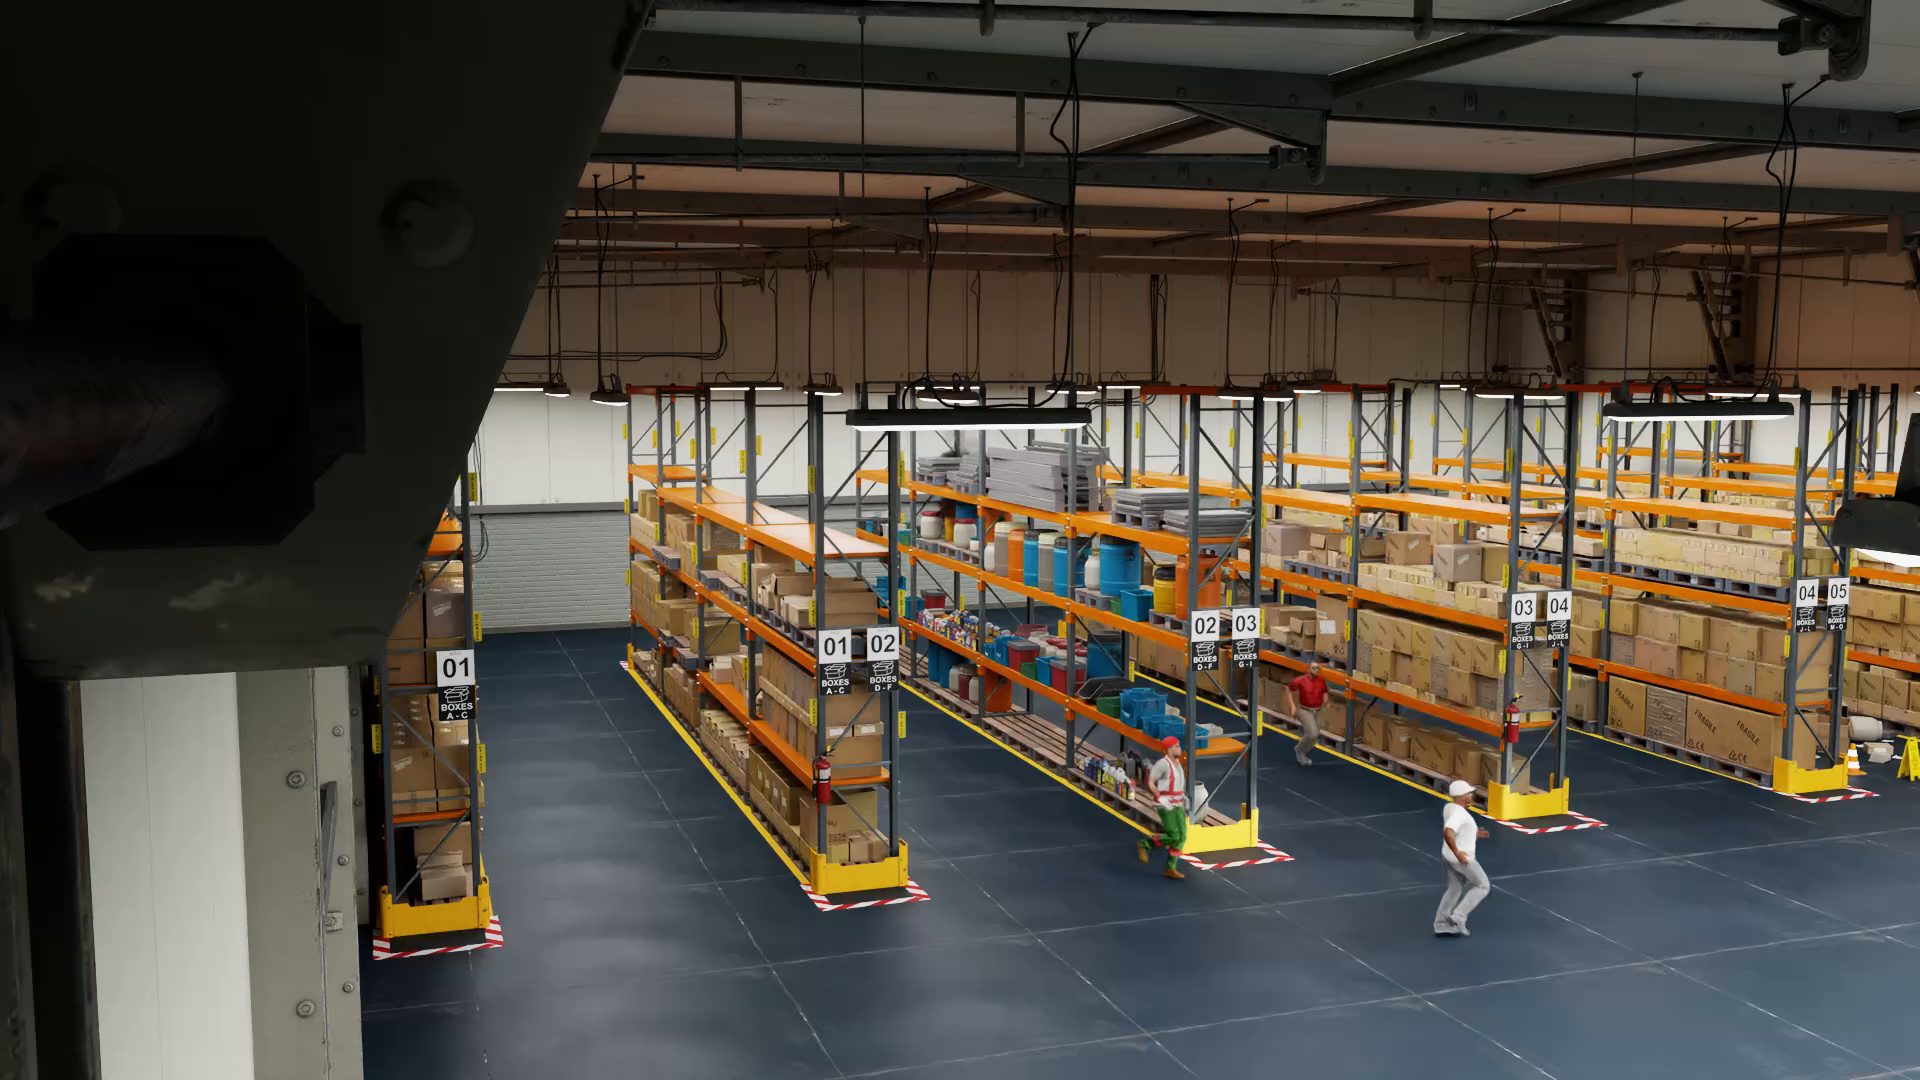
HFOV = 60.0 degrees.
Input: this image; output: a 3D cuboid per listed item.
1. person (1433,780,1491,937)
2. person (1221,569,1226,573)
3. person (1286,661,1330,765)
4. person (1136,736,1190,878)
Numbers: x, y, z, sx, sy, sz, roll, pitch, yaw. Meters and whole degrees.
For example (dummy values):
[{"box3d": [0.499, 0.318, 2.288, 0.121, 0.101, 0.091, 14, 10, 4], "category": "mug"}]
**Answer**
[{"box3d": [5.604, 3.540, 18.528, 0.660, 1.741, 0.692, 0, 6, -4], "category": "person"}, {"box3d": [6.070, 1.500, 39.093, 0.655, 1.654, 0.654, 1, 6, 8], "category": "person"}, {"box3d": [5.582, 2.756, 26.413, 0.638, 1.688, 0.741, -3, 7, -26], "category": "person"}, {"box3d": [2.633, 3.322, 20.894, 0.686, 1.714, 0.703, 4, 7, 35], "category": "person"}]
